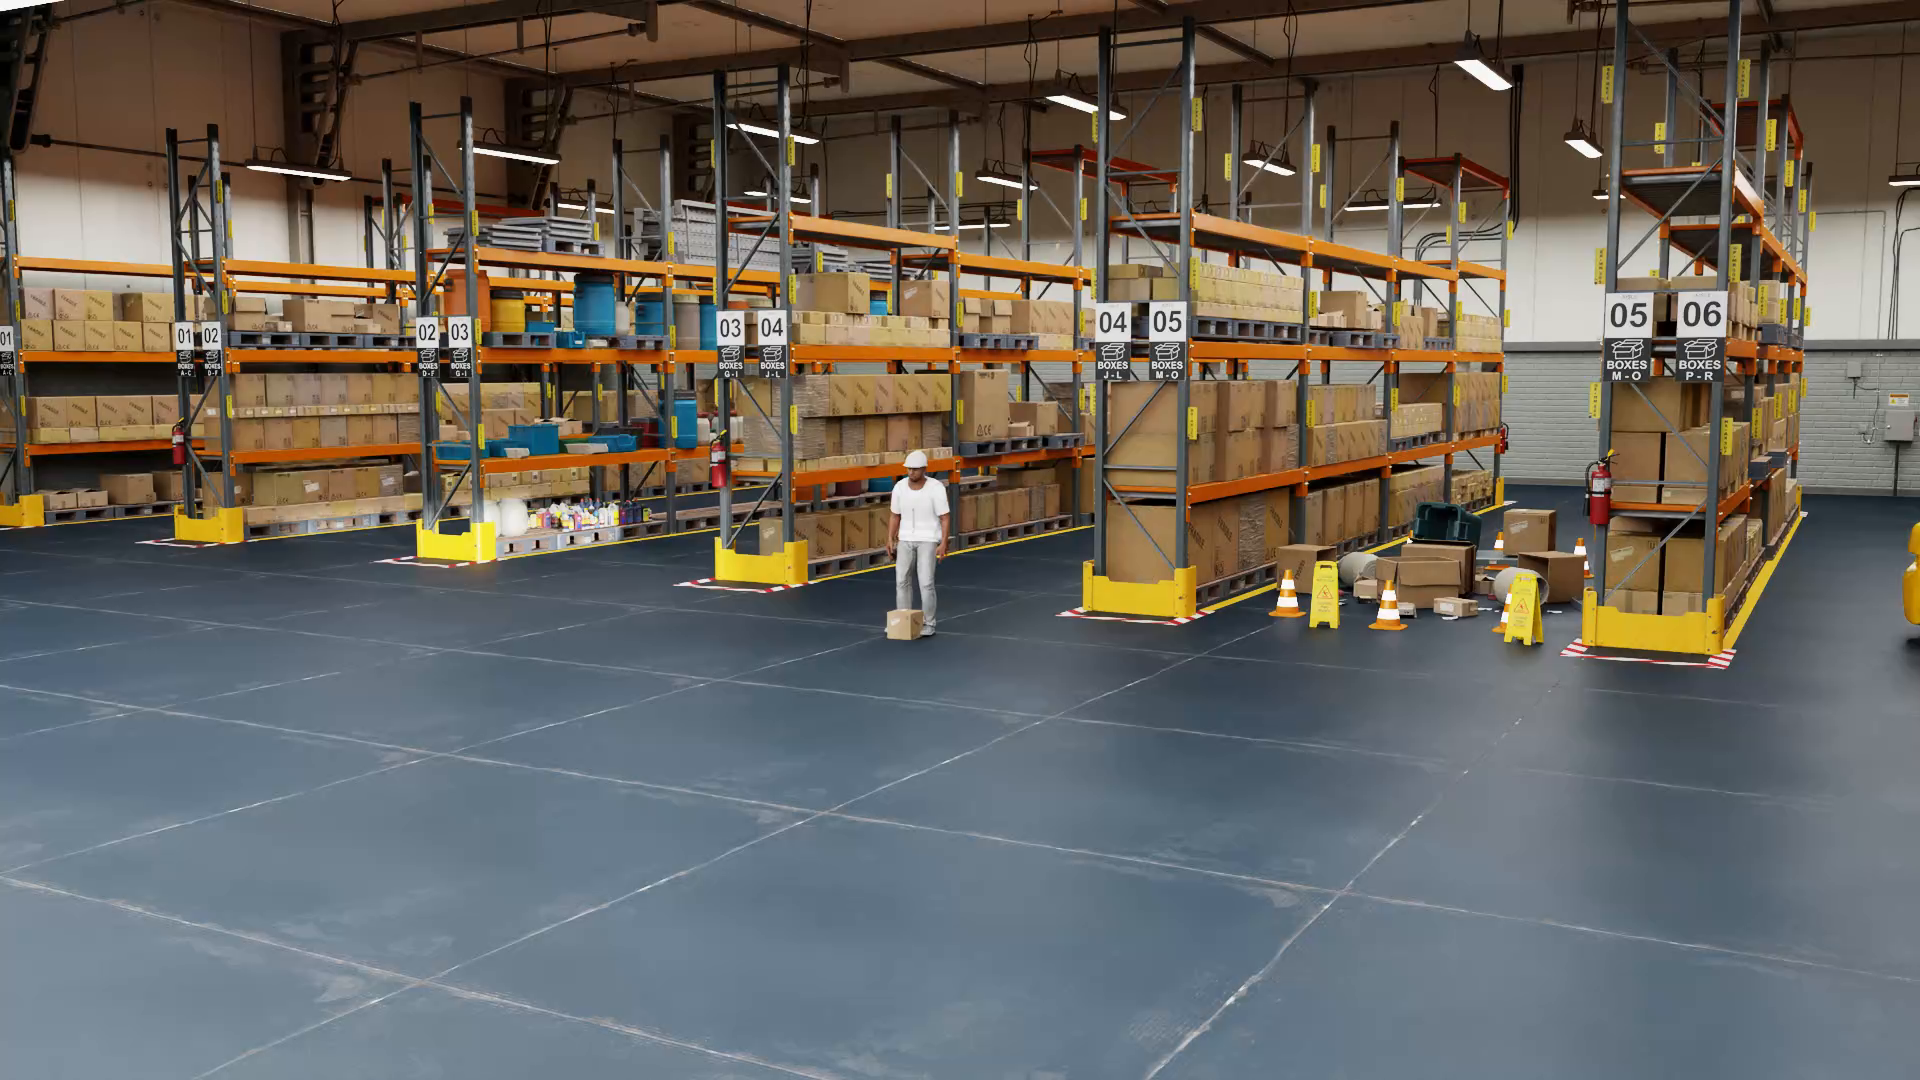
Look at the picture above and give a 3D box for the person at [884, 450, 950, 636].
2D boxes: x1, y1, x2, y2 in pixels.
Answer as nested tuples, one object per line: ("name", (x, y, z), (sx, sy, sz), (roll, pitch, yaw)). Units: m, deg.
("person", (-0.406, 0.026, 15.804), (0.634, 1.759, 0.460), (3, 7, 25))
